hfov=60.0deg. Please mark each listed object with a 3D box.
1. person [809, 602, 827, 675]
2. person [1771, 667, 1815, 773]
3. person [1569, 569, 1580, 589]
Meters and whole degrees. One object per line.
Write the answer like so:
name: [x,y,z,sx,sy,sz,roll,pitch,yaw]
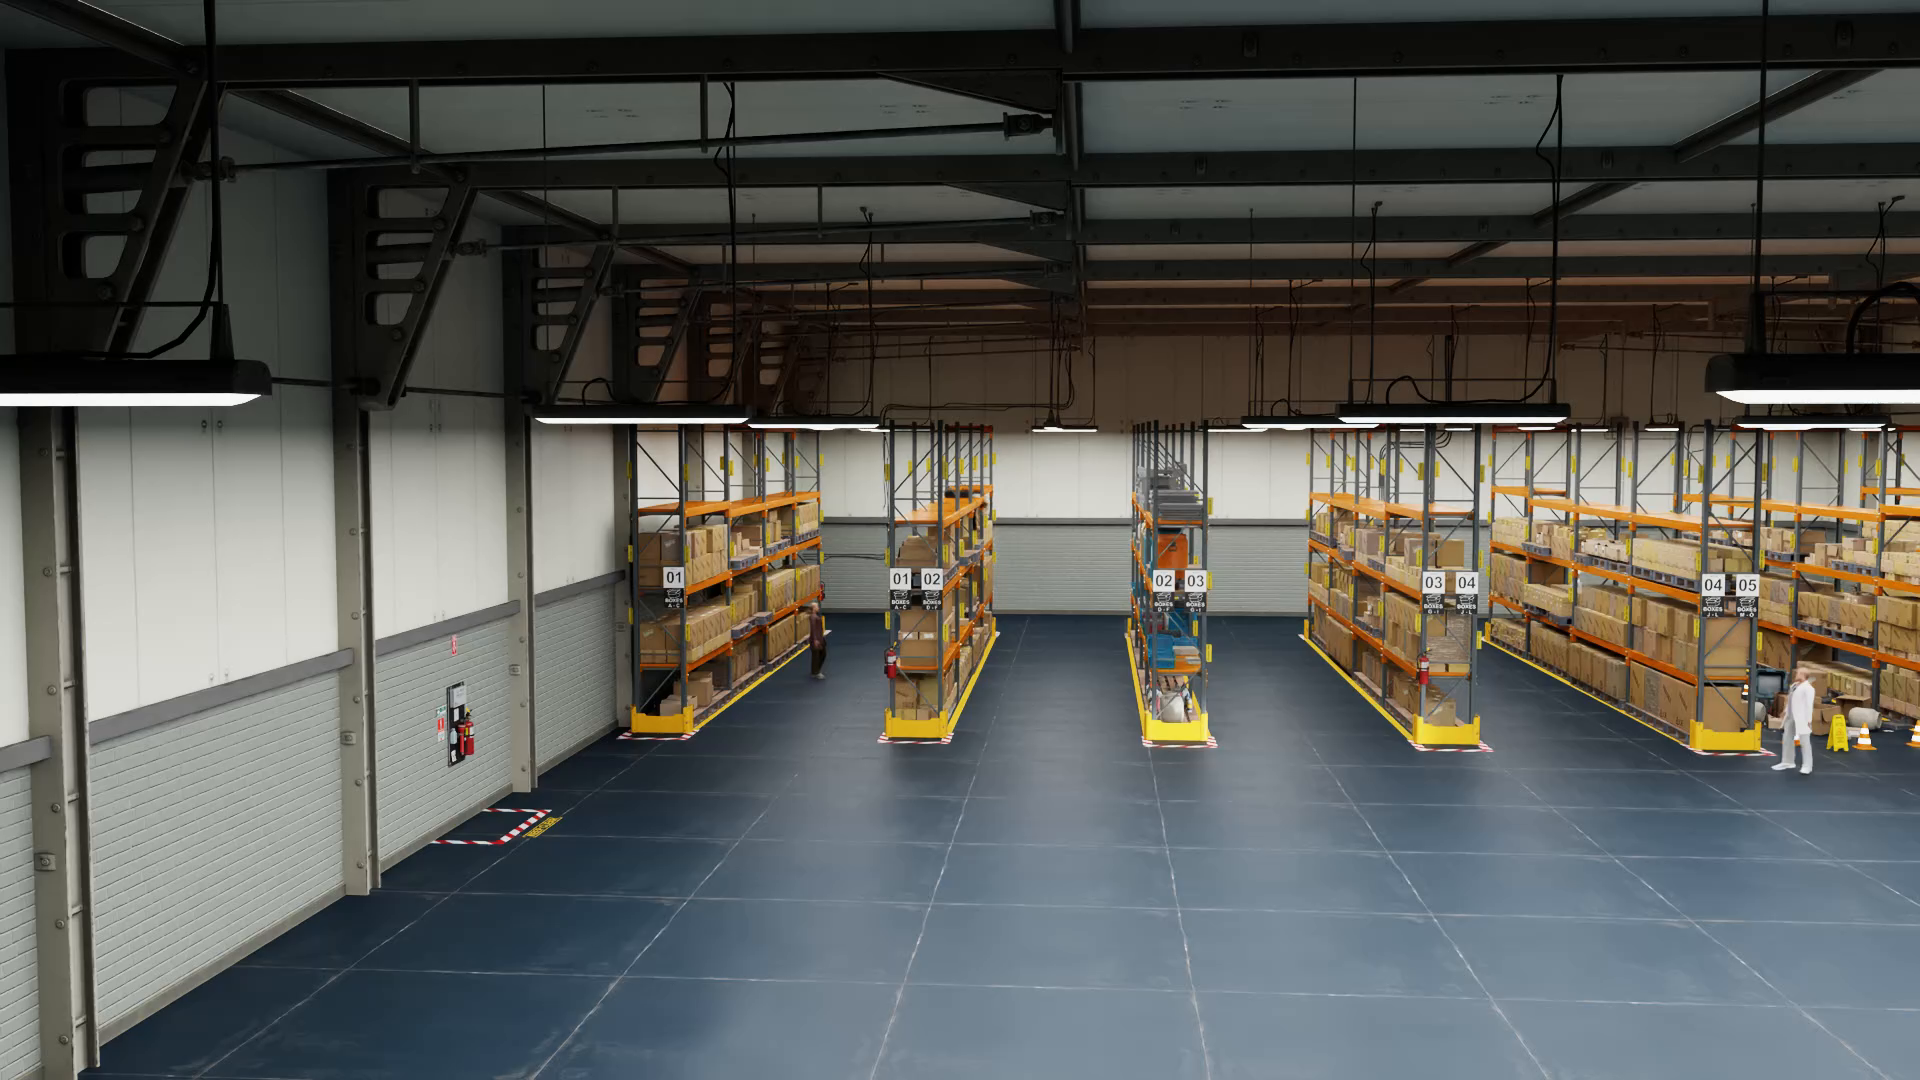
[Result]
person: [-3.376,2.320,39.200,0.381,1.703,0.607,1,4,9]
person: [14.170,3.084,28.202,0.479,1.703,0.740,-1,4,-12]
person: [18.125,1.726,49.230,0.727,1.743,0.578,-2,4,-28]
